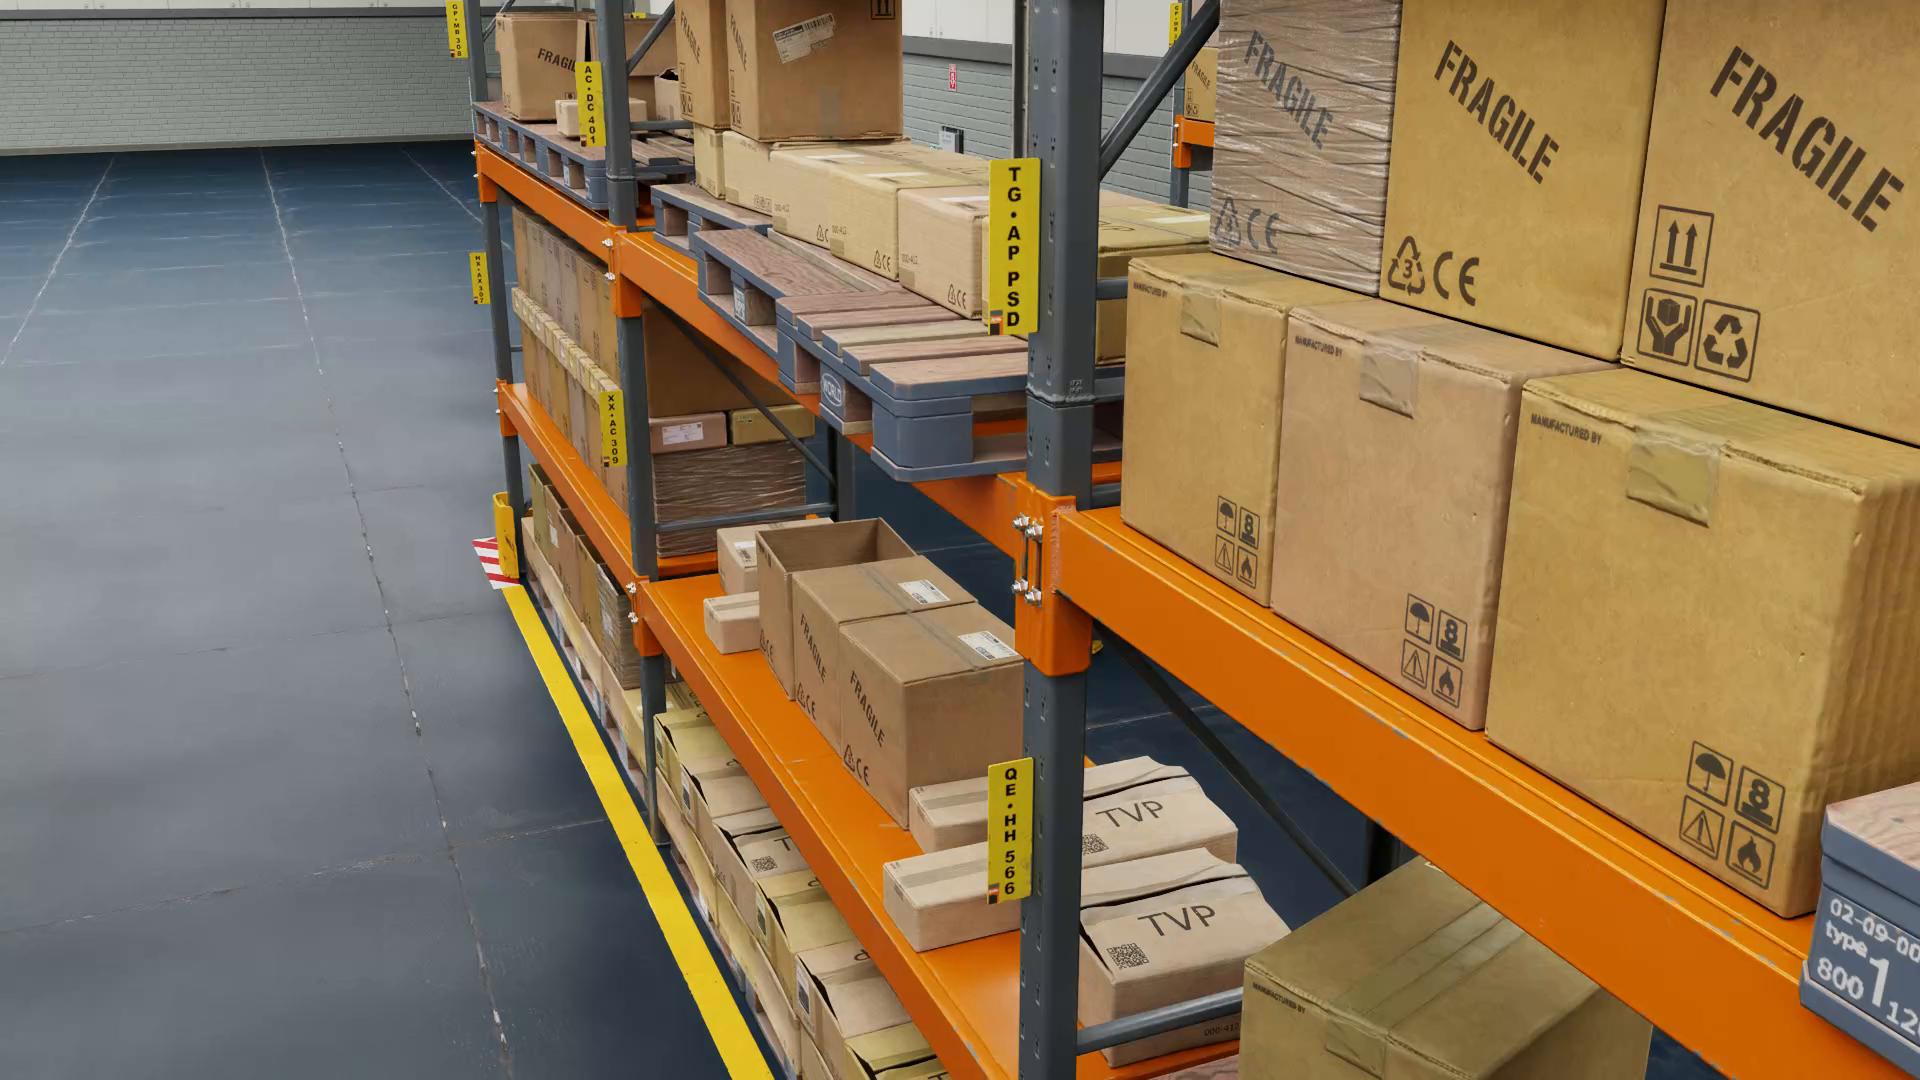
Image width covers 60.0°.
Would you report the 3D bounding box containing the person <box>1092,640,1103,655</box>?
[{"bbox_3d":[0.700,-0.216,9.682,0.586,1.752,0.503,-8,20,-23],"label":"person"}]
